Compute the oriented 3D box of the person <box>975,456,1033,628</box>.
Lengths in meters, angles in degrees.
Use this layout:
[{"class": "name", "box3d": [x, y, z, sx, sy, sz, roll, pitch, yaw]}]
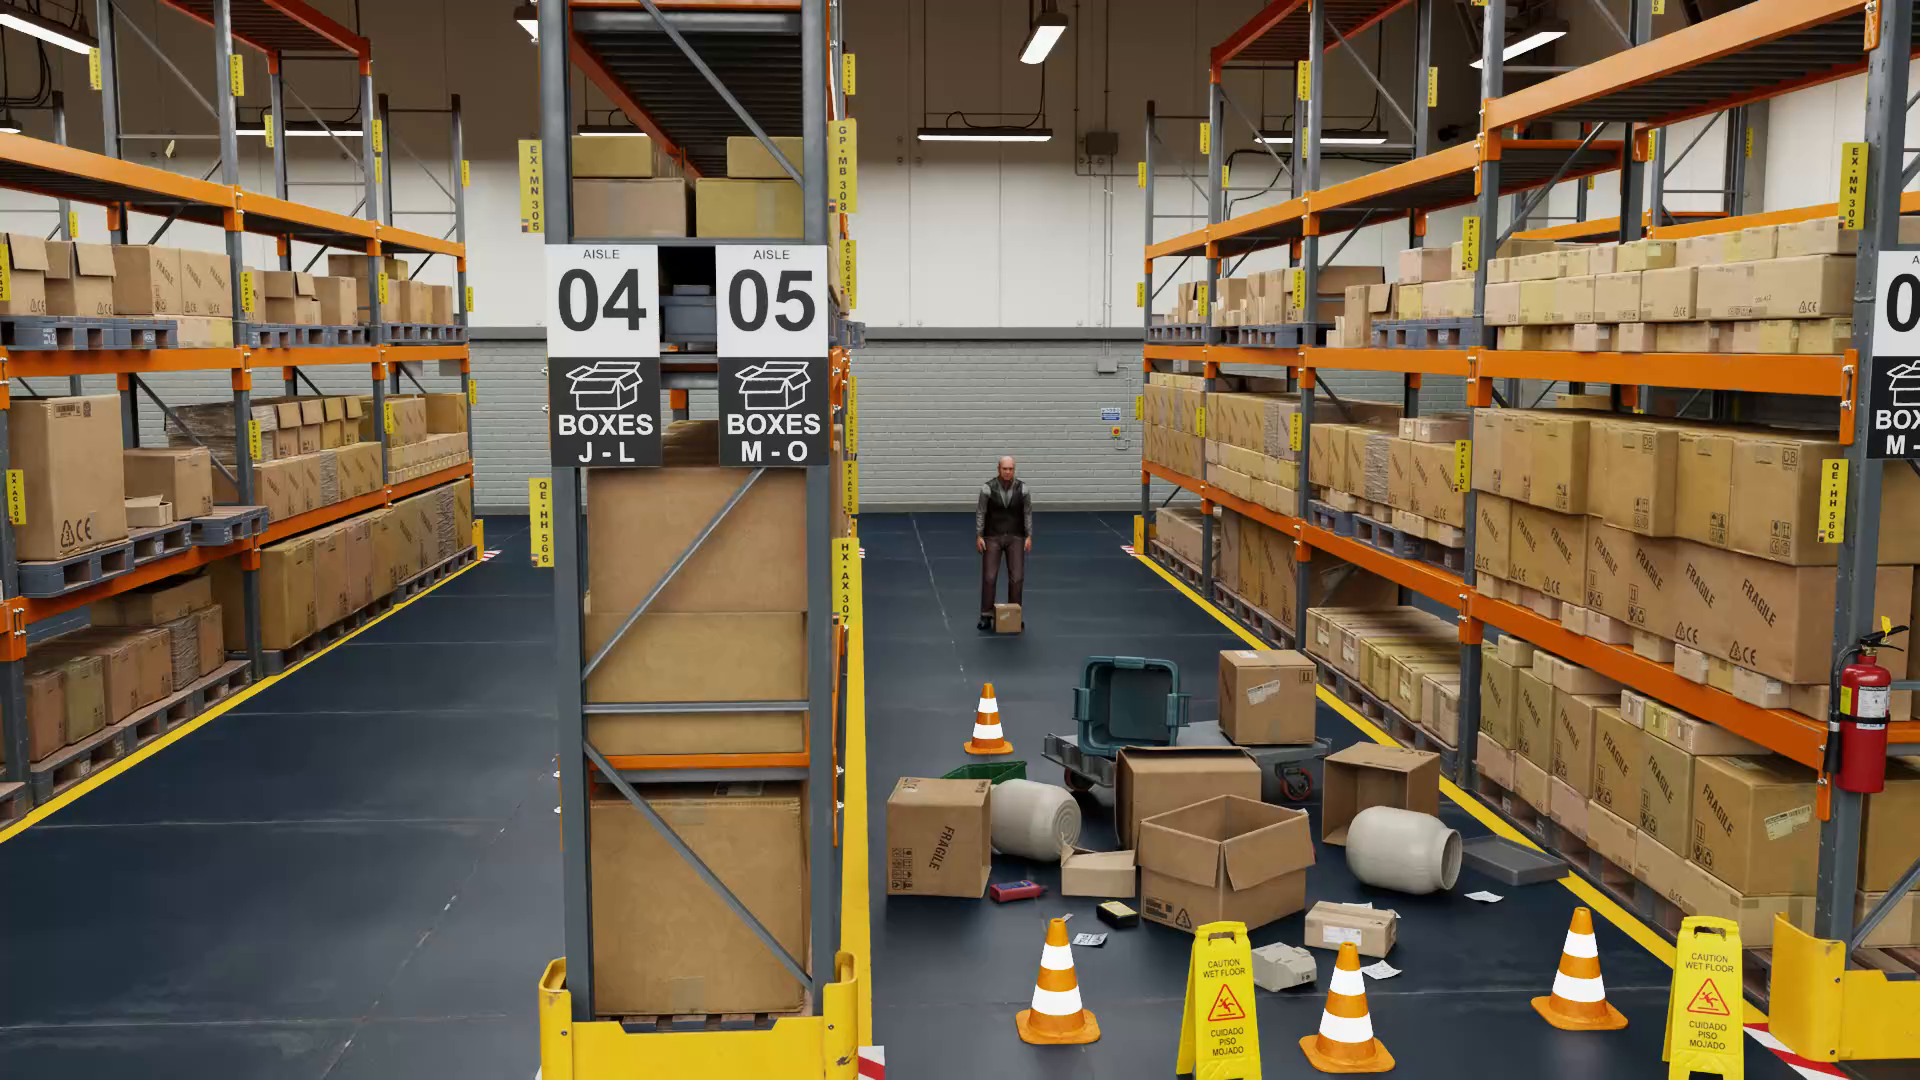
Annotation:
[{"class": "person", "box3d": [0.443, 0.013, 16.735, 0.583, 1.721, 0.412, -1, 7, -4]}]
